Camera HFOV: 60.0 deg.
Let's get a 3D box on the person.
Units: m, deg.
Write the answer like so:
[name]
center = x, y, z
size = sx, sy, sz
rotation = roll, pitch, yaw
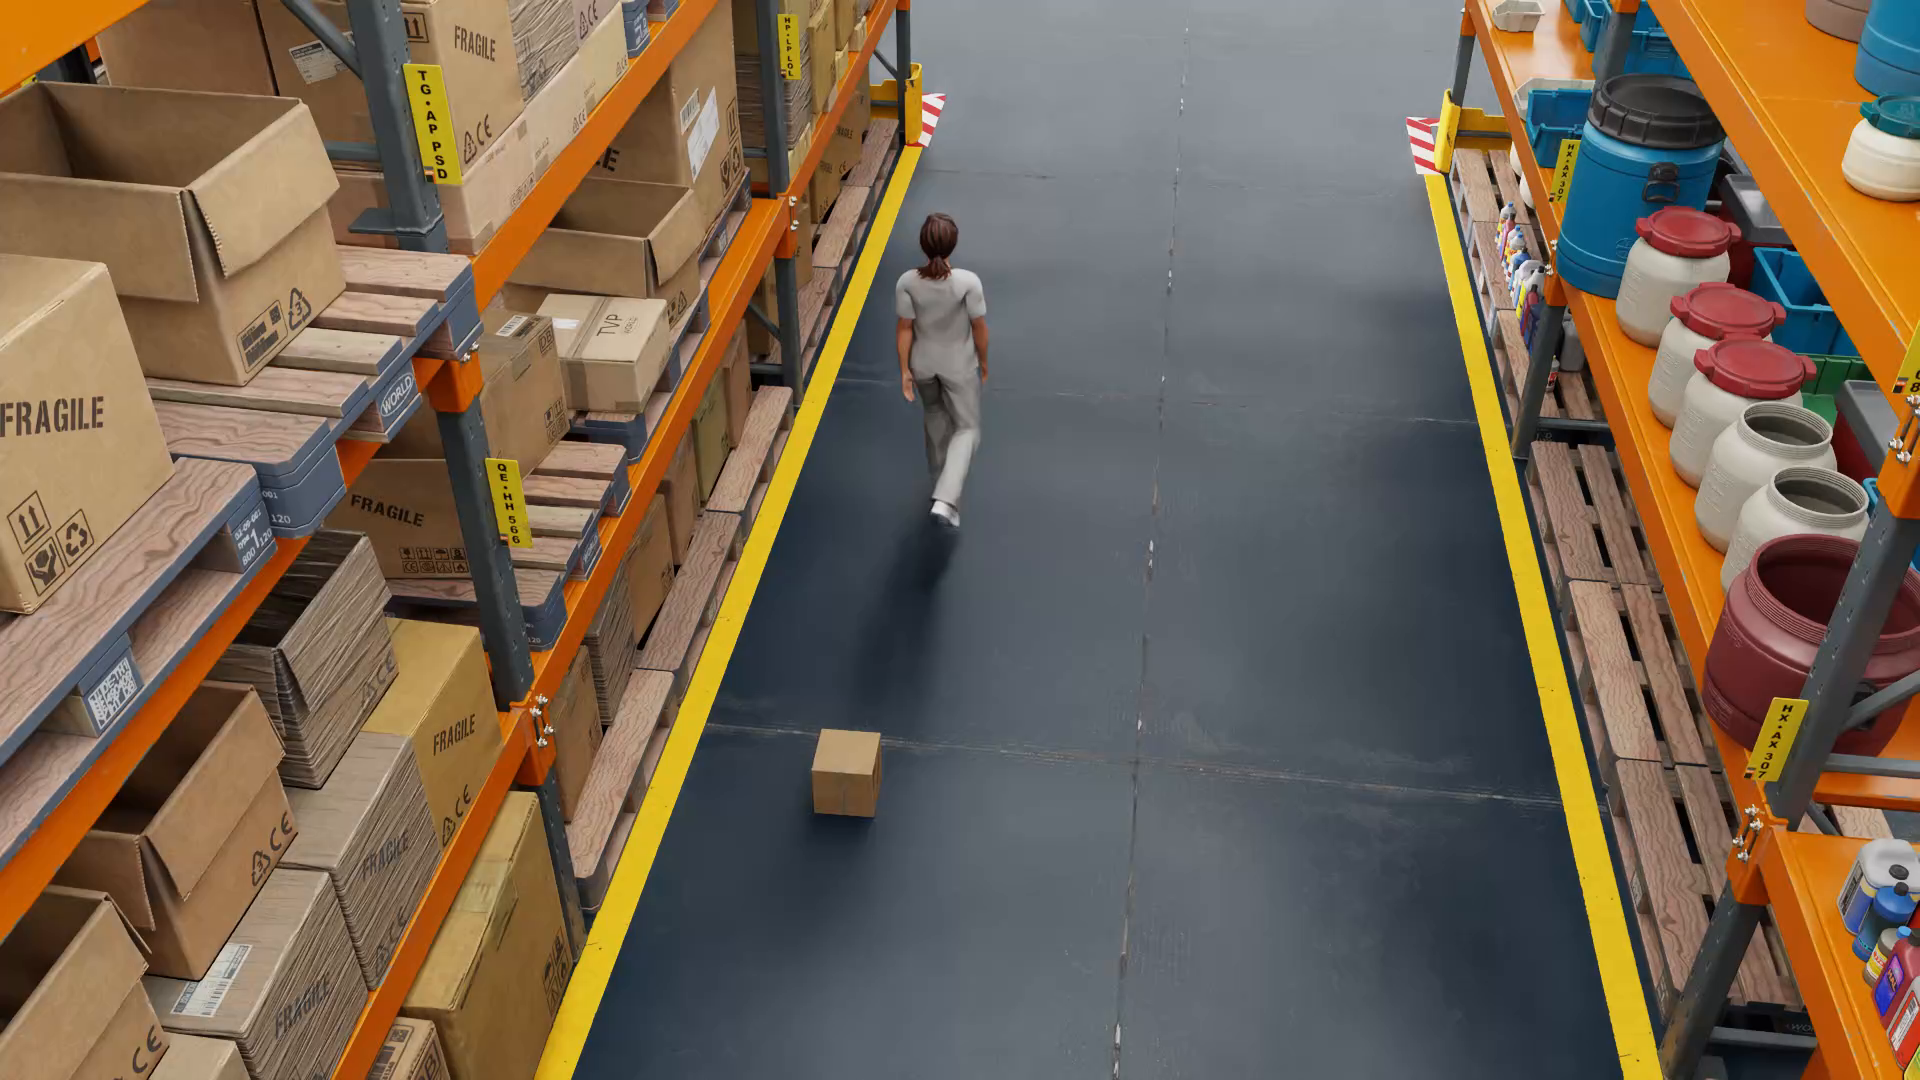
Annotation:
[person]
center = -0.094, -0.836, 8.163
size = 0.438, 1.635, 0.872
rotation = 8, 37, 10
